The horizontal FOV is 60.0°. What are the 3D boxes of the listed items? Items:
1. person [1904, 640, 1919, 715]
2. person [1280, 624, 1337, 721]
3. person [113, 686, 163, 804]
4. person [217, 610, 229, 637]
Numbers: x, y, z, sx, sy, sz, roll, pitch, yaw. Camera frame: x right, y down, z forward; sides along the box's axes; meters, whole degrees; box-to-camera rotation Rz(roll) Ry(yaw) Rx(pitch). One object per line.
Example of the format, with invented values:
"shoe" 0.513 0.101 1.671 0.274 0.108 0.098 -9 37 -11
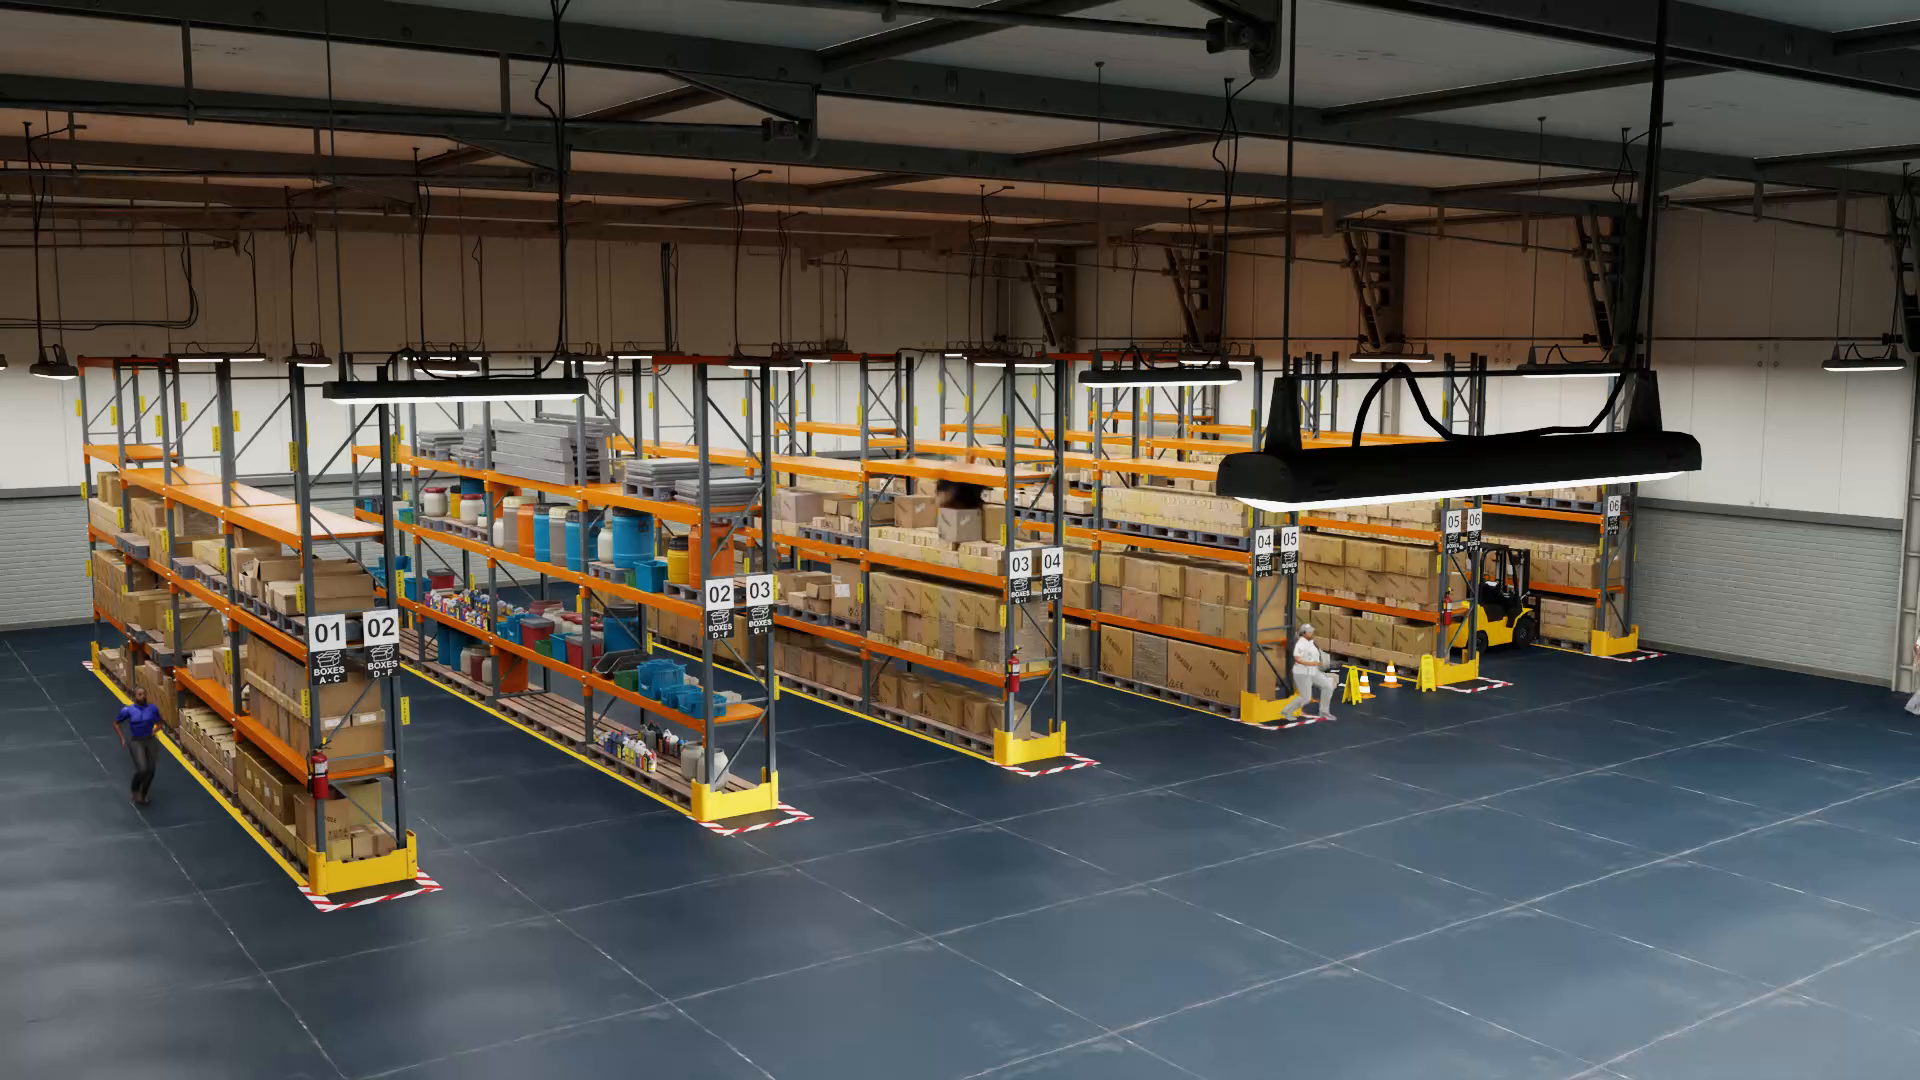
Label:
"person" 16.214 2.151 27.720 0.559 1.714 0.736 -6 9 -42
"person" 5.555 2.110 26.515 0.840 1.559 0.654 4 8 31
"person" -11.072 2.789 22.531 0.628 1.620 0.552 7 10 43
"person" -14.882 1.435 33.265 0.771 1.737 0.744 3 8 25
